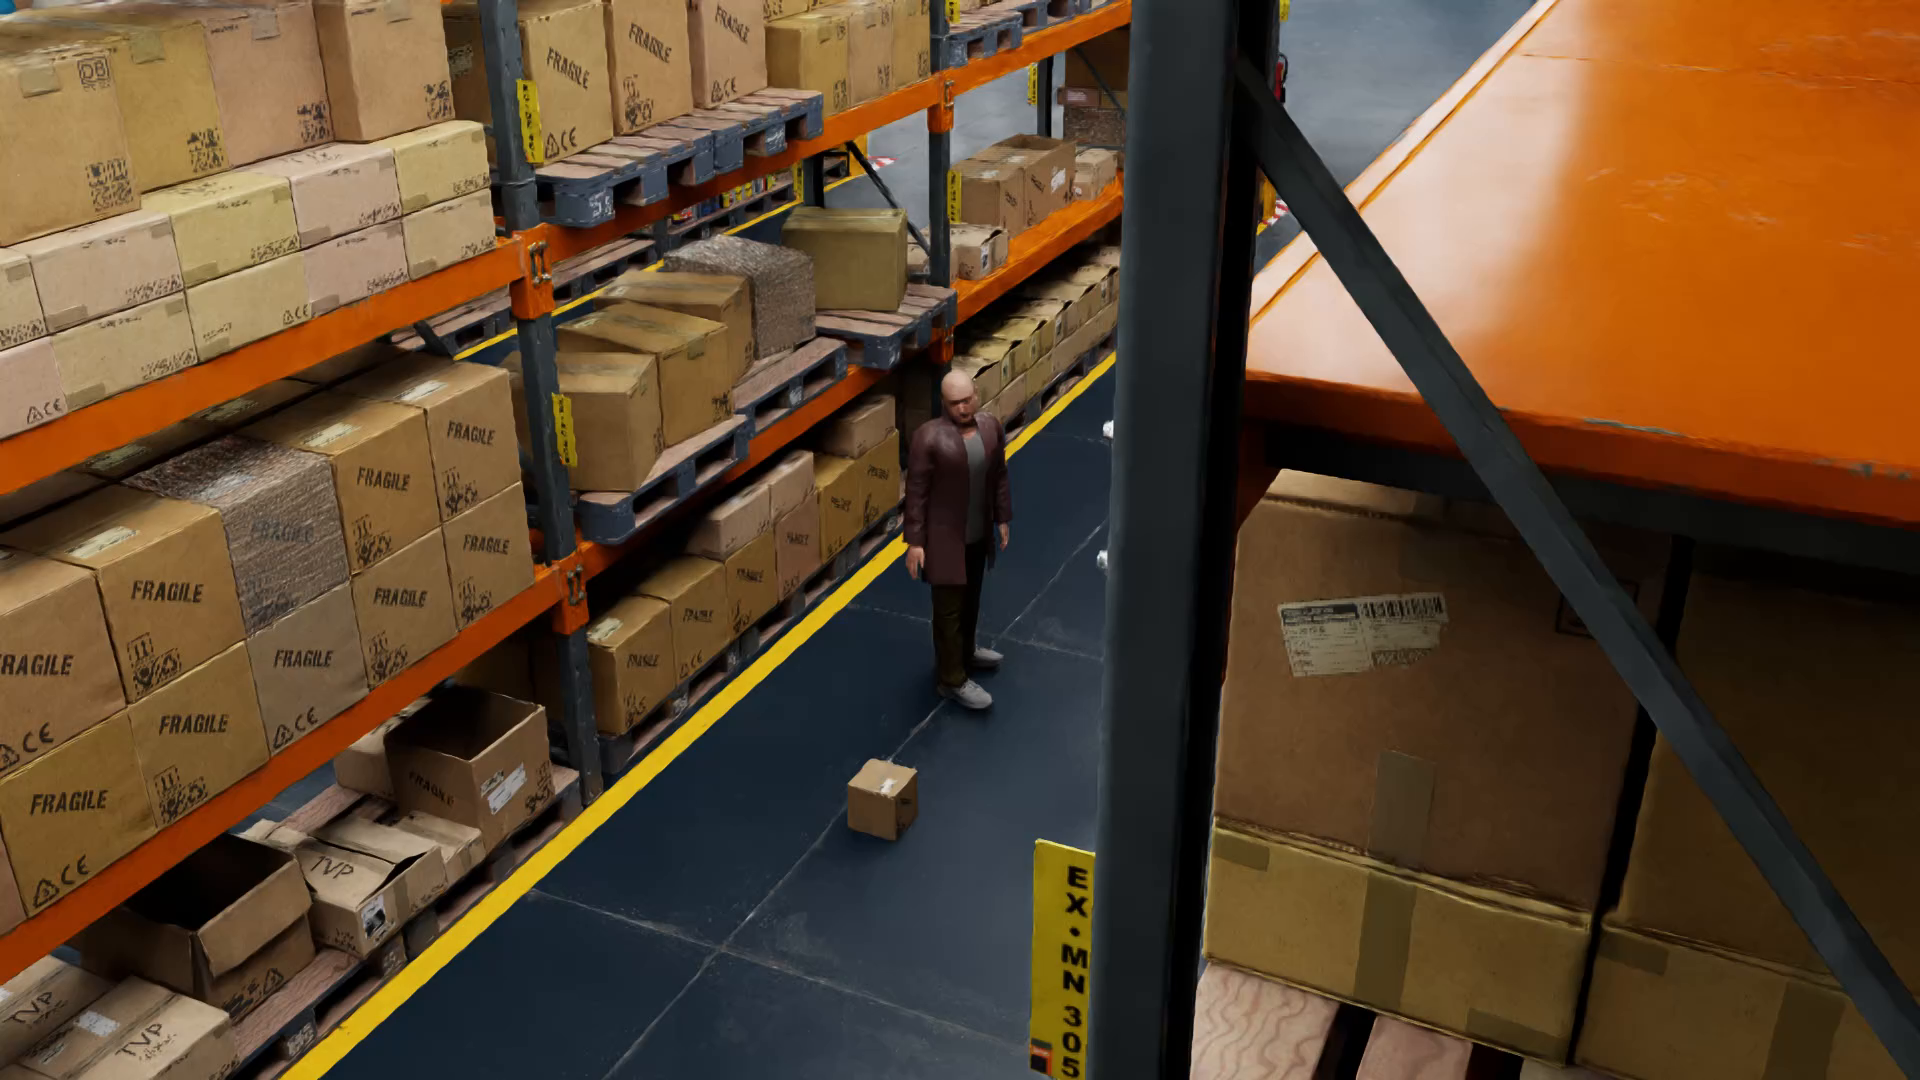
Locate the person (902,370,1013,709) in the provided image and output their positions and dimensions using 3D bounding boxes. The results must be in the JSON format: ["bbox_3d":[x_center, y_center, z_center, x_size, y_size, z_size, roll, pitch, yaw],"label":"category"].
[{"bbox_3d":[0.022,-0.016,8.599,0.683,1.777,0.636,-21,33,-37],"label":"person"}]
